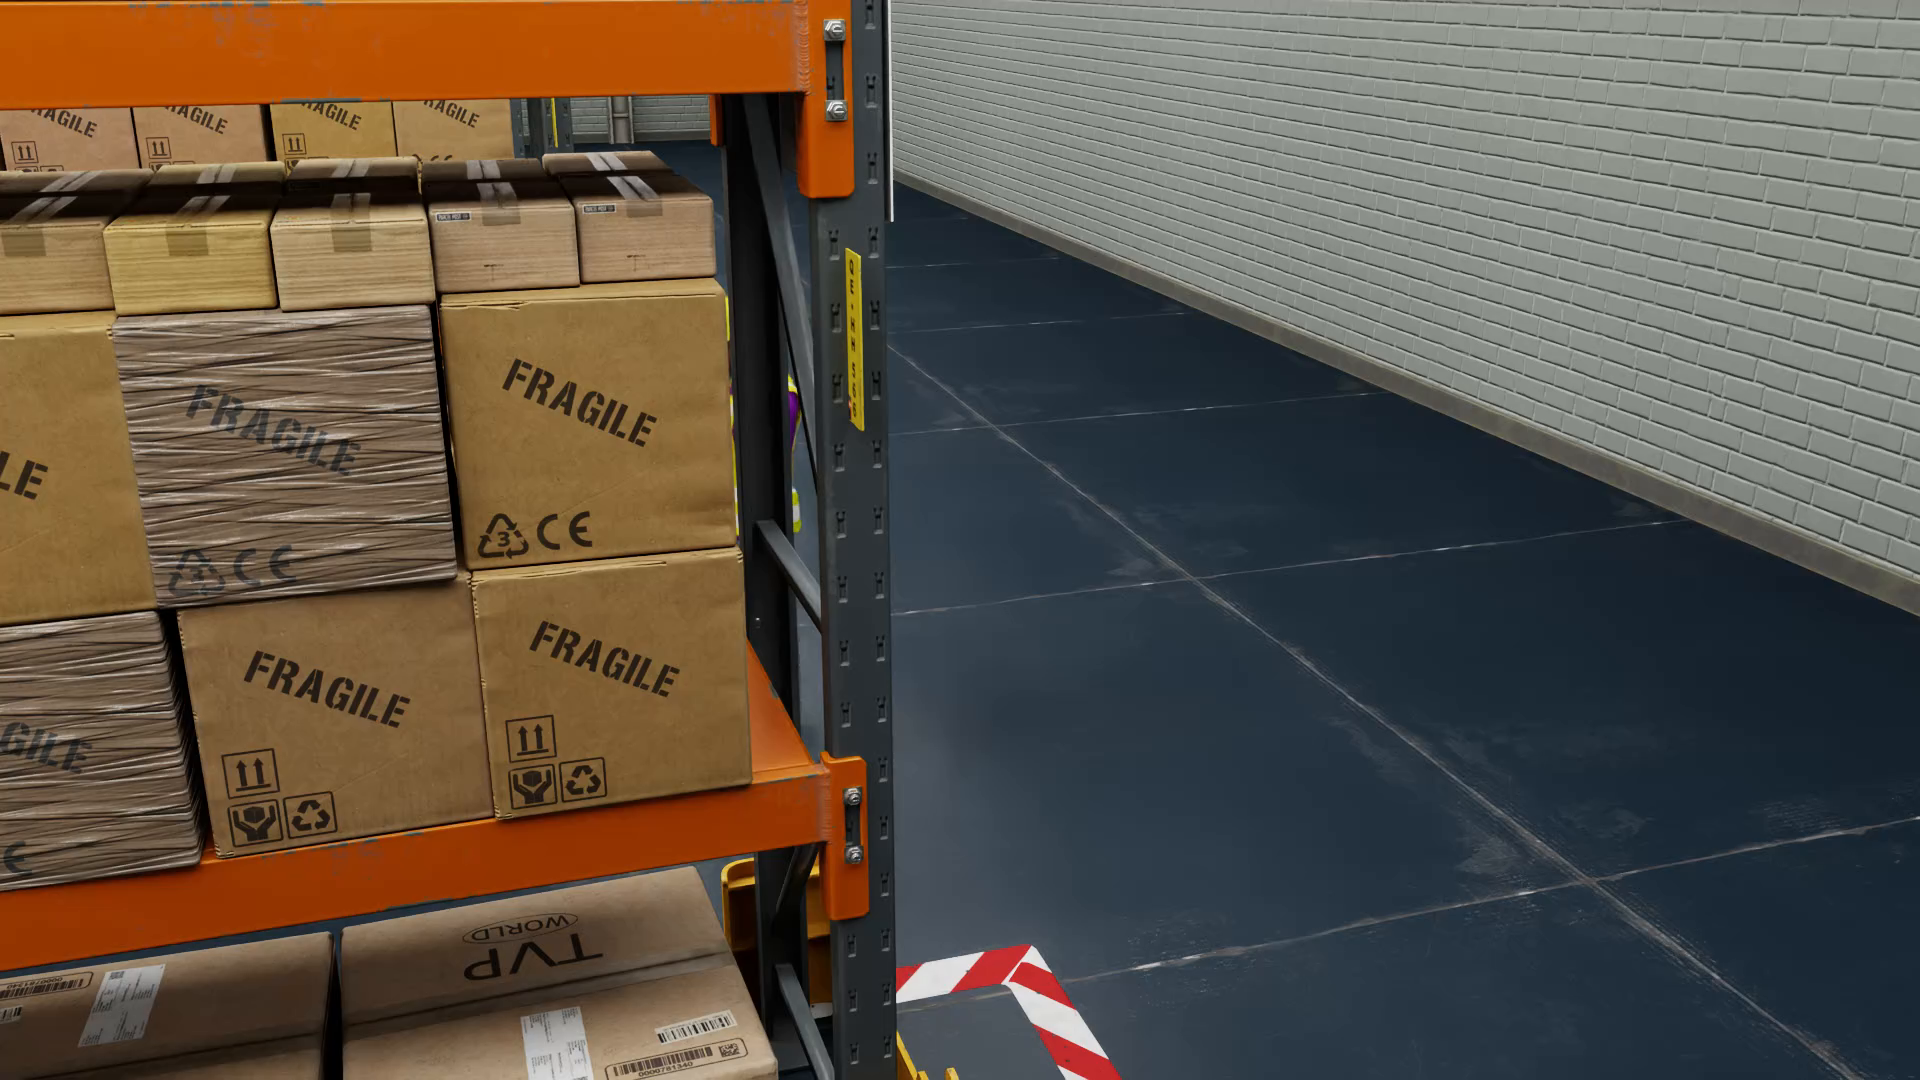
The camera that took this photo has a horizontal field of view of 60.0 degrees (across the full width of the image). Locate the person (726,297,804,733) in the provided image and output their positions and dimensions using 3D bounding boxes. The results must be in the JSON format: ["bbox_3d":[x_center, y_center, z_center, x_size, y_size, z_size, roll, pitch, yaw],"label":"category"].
[{"bbox_3d":[-0.763,-0.049,6.176,0.365,1.760,0.567,-6,20,-16],"label":"person"}]
